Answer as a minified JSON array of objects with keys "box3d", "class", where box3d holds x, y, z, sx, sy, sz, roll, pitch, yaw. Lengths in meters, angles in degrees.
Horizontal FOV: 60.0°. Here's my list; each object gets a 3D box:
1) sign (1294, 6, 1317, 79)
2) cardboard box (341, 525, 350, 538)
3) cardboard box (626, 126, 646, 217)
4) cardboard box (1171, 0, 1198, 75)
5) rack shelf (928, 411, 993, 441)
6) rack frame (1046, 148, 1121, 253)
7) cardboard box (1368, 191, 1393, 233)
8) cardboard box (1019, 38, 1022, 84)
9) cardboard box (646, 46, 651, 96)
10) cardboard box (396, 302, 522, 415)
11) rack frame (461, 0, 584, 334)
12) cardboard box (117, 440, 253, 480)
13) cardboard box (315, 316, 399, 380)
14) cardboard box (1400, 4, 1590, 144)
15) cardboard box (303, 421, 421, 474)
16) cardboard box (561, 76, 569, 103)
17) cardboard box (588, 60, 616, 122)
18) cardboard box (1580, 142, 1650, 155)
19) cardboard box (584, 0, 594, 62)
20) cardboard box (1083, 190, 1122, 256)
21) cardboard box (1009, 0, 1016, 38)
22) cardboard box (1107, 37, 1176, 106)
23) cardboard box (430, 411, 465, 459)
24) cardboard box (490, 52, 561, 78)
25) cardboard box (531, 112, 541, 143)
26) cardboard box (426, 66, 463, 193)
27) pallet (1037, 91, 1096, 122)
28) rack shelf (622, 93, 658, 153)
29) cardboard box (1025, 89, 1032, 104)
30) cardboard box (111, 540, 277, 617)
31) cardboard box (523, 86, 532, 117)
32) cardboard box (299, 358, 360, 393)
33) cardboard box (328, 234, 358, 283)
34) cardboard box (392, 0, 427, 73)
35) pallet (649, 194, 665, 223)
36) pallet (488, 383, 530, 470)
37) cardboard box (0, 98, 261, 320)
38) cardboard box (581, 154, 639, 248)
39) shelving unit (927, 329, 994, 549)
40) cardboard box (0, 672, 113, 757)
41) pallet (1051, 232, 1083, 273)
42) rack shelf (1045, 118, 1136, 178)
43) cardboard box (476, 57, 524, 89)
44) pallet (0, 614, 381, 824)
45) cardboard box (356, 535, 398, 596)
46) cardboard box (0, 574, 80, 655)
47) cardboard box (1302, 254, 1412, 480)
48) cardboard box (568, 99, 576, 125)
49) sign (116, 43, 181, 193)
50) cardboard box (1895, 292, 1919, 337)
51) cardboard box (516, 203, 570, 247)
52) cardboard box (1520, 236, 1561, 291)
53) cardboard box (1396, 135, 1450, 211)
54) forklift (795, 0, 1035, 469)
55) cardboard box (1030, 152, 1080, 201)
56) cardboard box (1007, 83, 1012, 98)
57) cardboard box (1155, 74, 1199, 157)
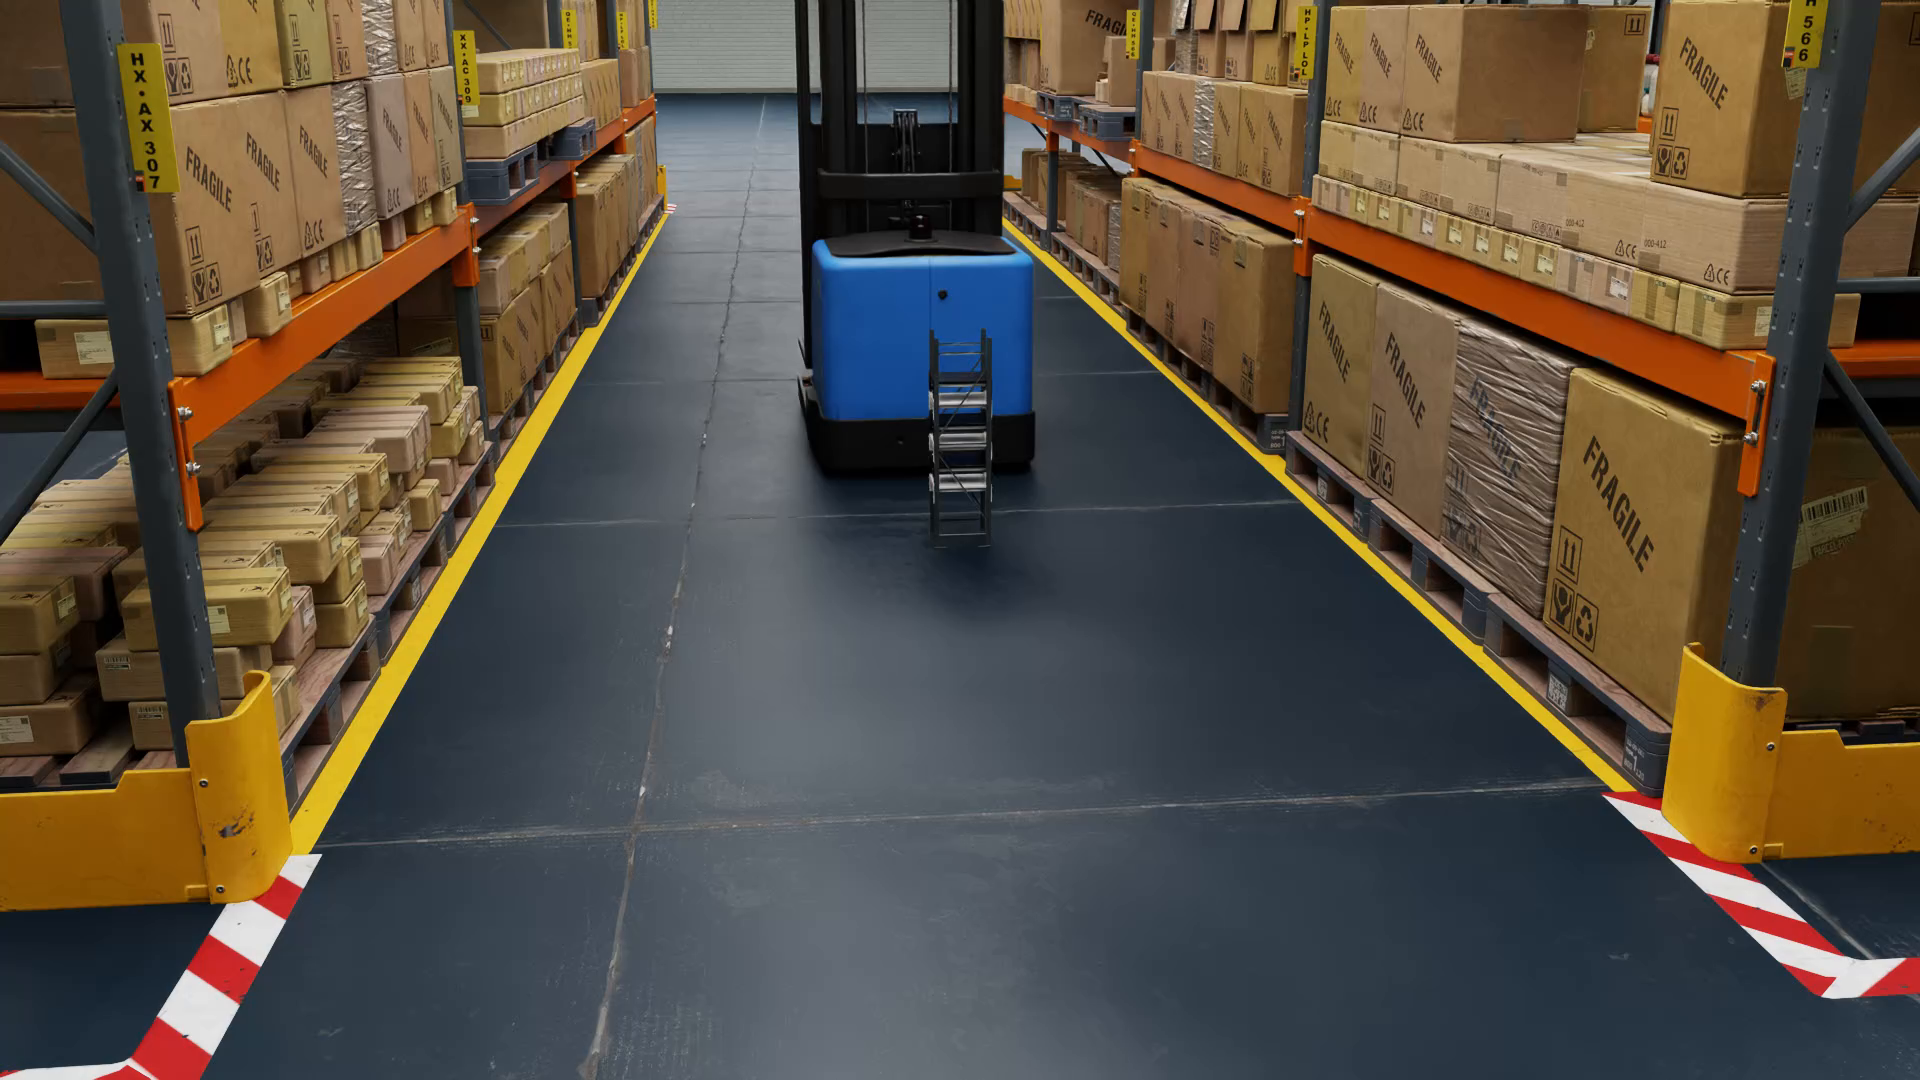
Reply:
[{"box3d":[1.621,-2.329,7.787,0.100,0.325,0.005,-2,18,-6],"class":"sign"},{"box3d":[-2.296,0.025,5.651,0.380,0.149,0.250,-3,18,-8],"class":"cardboard box"},{"box3d":[-3.701,-3.739,16.926,0.875,0.875,0.875,-2,18,-5],"class":"cardboard box"},{"box3d":[1.807,-3.334,10.947,0.797,0.503,0.637,-1,17,-4],"class":"cardboard box"},{"box3d":[0.001,-0.481,7.018,0.258,0.077,0.200,-2,18,-6],"class":"rack shelf"},{"box3d":[1.335,-4.218,15.604,1.000,3.000,0.127,-2,18,-6],"class":"rack frame"},{"box3d":[1.943,-1.381,6.987,0.380,0.149,0.250,-2,18,-7],"class":"cardboard box"},{"box3d":[1.123,-5.289,18.353,0.875,0.500,0.500,-2,18,-6],"class":"cardboard box"},{"box3d":[-3.938,-5.249,18.637,0.875,0.550,0.550,-2,18,-6],"class":"cardboard box"},{"box3d":[-2.596,-0.947,8.658,0.500,0.500,0.500,-1,17,-3],"class":"cardboard box"},{"box3d":[-3.196,-2.903,11.415,1.000,3.000,0.127,-2,18,-6],"class":"rack frame"},{"box3d":[-2.819,-0.260,6.062,0.380,0.149,0.250,-2,18,-5],"class":"cardboard box"},{"box3d":[-3.111,-0.932,8.609,0.500,0.500,0.500,-2,18,-7],"class":"cardboard box"},{"box3d":[2.057,-1.810,6.436,0.500,0.500,0.500,-2,18,-7],"class":"cardboard box"},{"box3d":[-2.281,-0.351,6.352,0.380,0.149,0.250,-2,18,-8],"class":"cardboard box"},{"box3d":[-2.608,-2.760,10.182,0.380,0.149,0.250,-2,18,-6],"class":"cardboard box"},{"box3d":[-3.237,-3.845,14.248,0.500,0.500,0.500,-2,18,-6],"class":"cardboard box"},{"box3d":[2.624,-1.324,6.140,0.500,0.250,0.500,-2,18,-7],"class":"cardboard box"},{"box3d":[-3.497,-4.318,14.088,0.700,0.500,0.500,-2,18,-7],"class":"cardboard box"},{"box3d":[1.466,-2.742,14.342,0.700,0.500,0.500,-3,18,-10],"class":"cardboard box"},{"box3d":[0.806,-5.606,17.692,0.500,0.500,0.500,-2,18,-6],"class":"cardboard box"},{"box3d":[1.495,-3.597,12.758,0.700,0.500,0.500,1,17,3],"class":"cardboard box"},{"box3d":[-2.350,-0.450,7.163,0.380,0.149,0.250,-2,18,-8],"class":"cardboard box"},{"box3d":[-2.589,-2.831,9.912,0.380,0.149,0.250,-2,18,-6],"class":"cardboard box"},{"box3d":[-2.475,-2.231,8.993,0.380,0.149,0.250,-3,18,-8],"class":"cardboard box"},{"box3d":[-2.453,-1.765,7.129,0.500,0.500,0.500,-2,18,-6],"class":"cardboard box"},{"box3d":[1.269,-3.894,14.893,1.003,0.211,1.213,-2,18,-6],"class":"pallet"},{"box3d":[-3.815,-4.347,17.217,1.077,0.370,4.000,-2,18,-6],"class":"rack shelf"},{"box3d":[0.880,-4.600,17.241,0.380,0.149,0.250,-2,18,-6],"class":"cardboard box"},{"box3d":[-2.235,0.112,4.879,0.380,0.149,0.250,-1,17,-5],"class":"cardboard box"},{"box3d":[-2.450,-2.297,8.706,0.380,0.149,0.250,-3,18,-8],"class":"cardboard box"},{"box3d":[-2.954,-0.726,7.547,0.380,0.149,0.250,-1,17,-3],"class":"cardboard box"},{"box3d":[-2.290,-0.969,5.676,0.380,0.149,0.250,-1,17,-4],"class":"cardboard box"},{"box3d":[-2.408,-2.092,6.501,0.500,0.500,0.500,-2,18,-7],"class":"cardboard box"},{"box3d":[-3.861,-3.720,18.674,1.003,0.211,1.213,-2,18,-6],"class":"pallet"},{"box3d":[-2.866,-0.613,8.776,1.003,0.211,1.213,-2,18,-6],"class":"pallet"},{"box3d":[-2.143,-0.851,4.217,0.500,0.500,0.500,-1,17,-3],"class":"cardboard box"},{"box3d":[-3.455,-3.039,14.905,1.050,0.750,0.750,-2,18,-6],"class":"cardboard box"},{"box3d":[0.001,-0.427,7.035,0.258,0.900,0.210,-2,18,-6],"class":"shelving unit"},{"box3d":[-2.633,0.490,4.667,0.380,0.149,0.250,-1,17,-5],"class":"cardboard box"},{"box3d":[1.417,-2.655,15.283,1.003,0.211,1.213,-2,18,-6],"class":"pallet"},{"box3d":[1.541,-3.279,13.813,1.077,0.370,4.000,-2,18,-6],"class":"rack shelf"},{"box3d":[-2.426,-2.366,8.432,0.380,0.149,0.250,-2,18,-5],"class":"cardboard box"},{"box3d":[-2.428,0.545,5.088,1.003,0.211,1.213,-2,18,-6],"class":"pallet"},{"box3d":[-2.225,0.096,5.923,0.380,0.149,0.250,-3,18,-8],"class":"cardboard box"},{"box3d":[-2.678,0.207,4.576,0.380,0.149,0.250,-2,17,-5],"class":"cardboard box"},{"box3d":[2.149,-0.822,7.633,0.875,0.875,0.875,-2,18,-6],"class":"cardboard box"},{"box3d":[-2.637,-2.700,10.487,0.380,0.149,0.250,-1,17,-5],"class":"cardboard box"},{"box3d":[-1.832,-0.949,3.747,0.100,0.325,0.005,-2,18,-6],"class":"sign"},{"box3d":[2.864,-0.639,4.623,0.380,0.149,0.250,-2,17,-5],"class":"cardboard box"},{"box3d":[-2.865,-2.073,10.991,0.500,0.250,0.500,-2,18,-7],"class":"cardboard box"},{"box3d":[2.102,-0.923,5.528,0.380,0.149,0.250,-2,18,-7],"class":"cardboard box"},{"box3d":[2.053,-1.454,6.554,0.500,0.250,0.500,-1,17,-4],"class":"cardboard box"},{"box3d":[-0.349,-2.139,9.097,1.130,2.935,3.031,-2,18,-8],"class":"forklift"},{"box3d":[1.066,-4.054,18.553,0.500,0.500,0.500,3,18,9],"class":"cardboard box"},{"box3d":[0.732,-5.047,18.665,0.380,0.149,0.250,-2,18,-6],"class":"cardboard box"},{"box3d":[1.583,-2.767,10.815,0.500,0.500,0.500,-2,18,-7],"class":"cardboard box"}]
